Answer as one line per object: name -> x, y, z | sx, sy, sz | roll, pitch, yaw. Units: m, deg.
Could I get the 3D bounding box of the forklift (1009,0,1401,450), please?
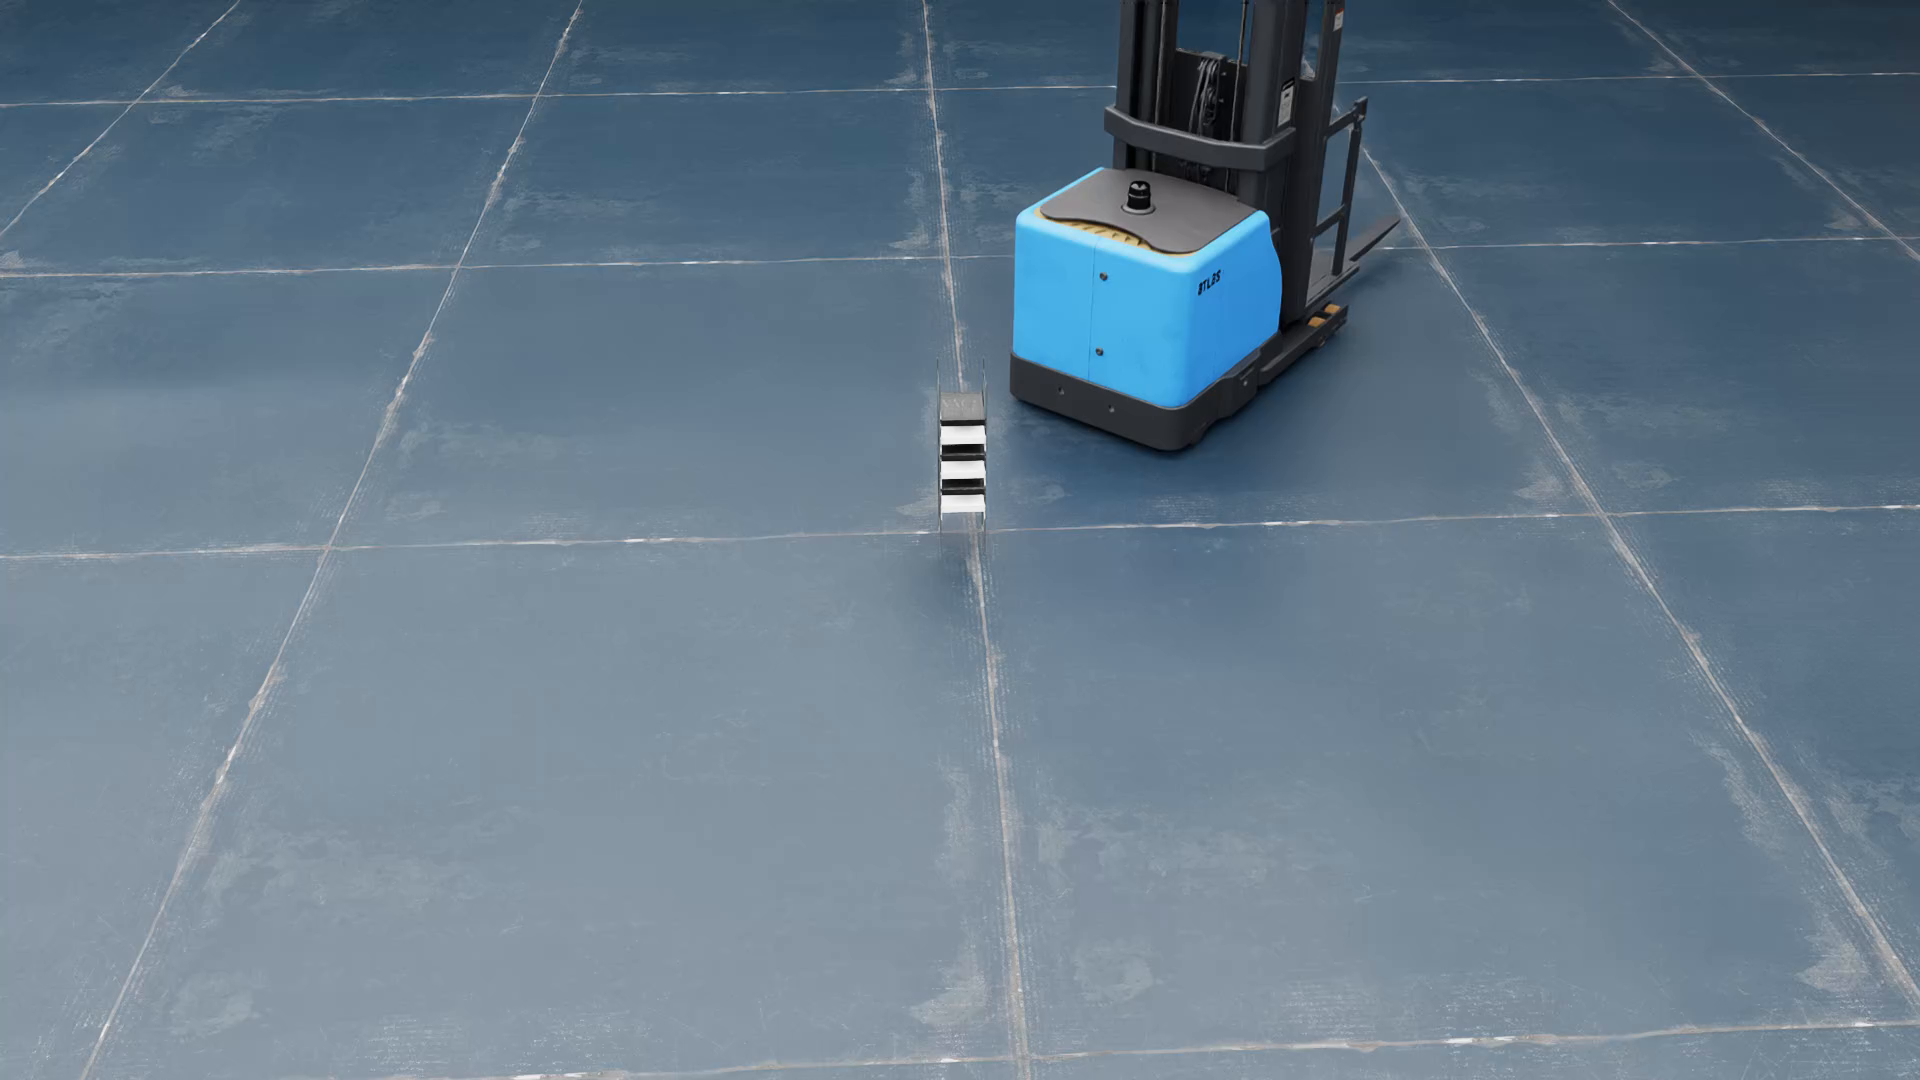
forklift -> 1.543, -2.435, 8.693 | 1.130, 2.935, 3.031 | 23, 41, 29

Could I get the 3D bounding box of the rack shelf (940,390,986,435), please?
rack shelf -> 0.008, -0.565, 7.360 | 0.200, 0.077, 0.258 | -2, 35, -2

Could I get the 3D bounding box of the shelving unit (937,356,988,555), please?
shelving unit -> 0.008, -0.370, 7.494 | 0.210, 0.900, 0.258 | -2, 35, -2

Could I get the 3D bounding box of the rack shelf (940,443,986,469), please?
rack shelf -> 0.008, -0.417, 7.462 | 0.200, 0.077, 0.258 | -2, 35, -2

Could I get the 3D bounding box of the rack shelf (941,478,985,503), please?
rack shelf -> 0.008, -0.269, 7.564 | 0.200, 0.077, 0.258 | -2, 35, -2

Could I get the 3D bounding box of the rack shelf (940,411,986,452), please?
rack shelf -> 0.008, -0.491, 7.411 | 0.200, 0.077, 0.258 | -2, 35, -2

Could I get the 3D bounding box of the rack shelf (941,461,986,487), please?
rack shelf -> 0.008, -0.343, 7.513 | 0.200, 0.077, 0.258 | -2, 35, -2

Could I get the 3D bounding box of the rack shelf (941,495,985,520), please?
rack shelf -> 0.008, -0.195, 7.616 | 0.200, 0.077, 0.258 | -2, 35, -2

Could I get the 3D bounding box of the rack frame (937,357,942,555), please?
rack frame -> -0.093, -0.367, 7.490 | 0.006, 0.900, 0.240 | -2, 35, -2

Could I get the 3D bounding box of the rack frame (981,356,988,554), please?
rack frame -> 0.110, -0.373, 7.498 | 0.006, 0.900, 0.240 | -2, 35, -2
